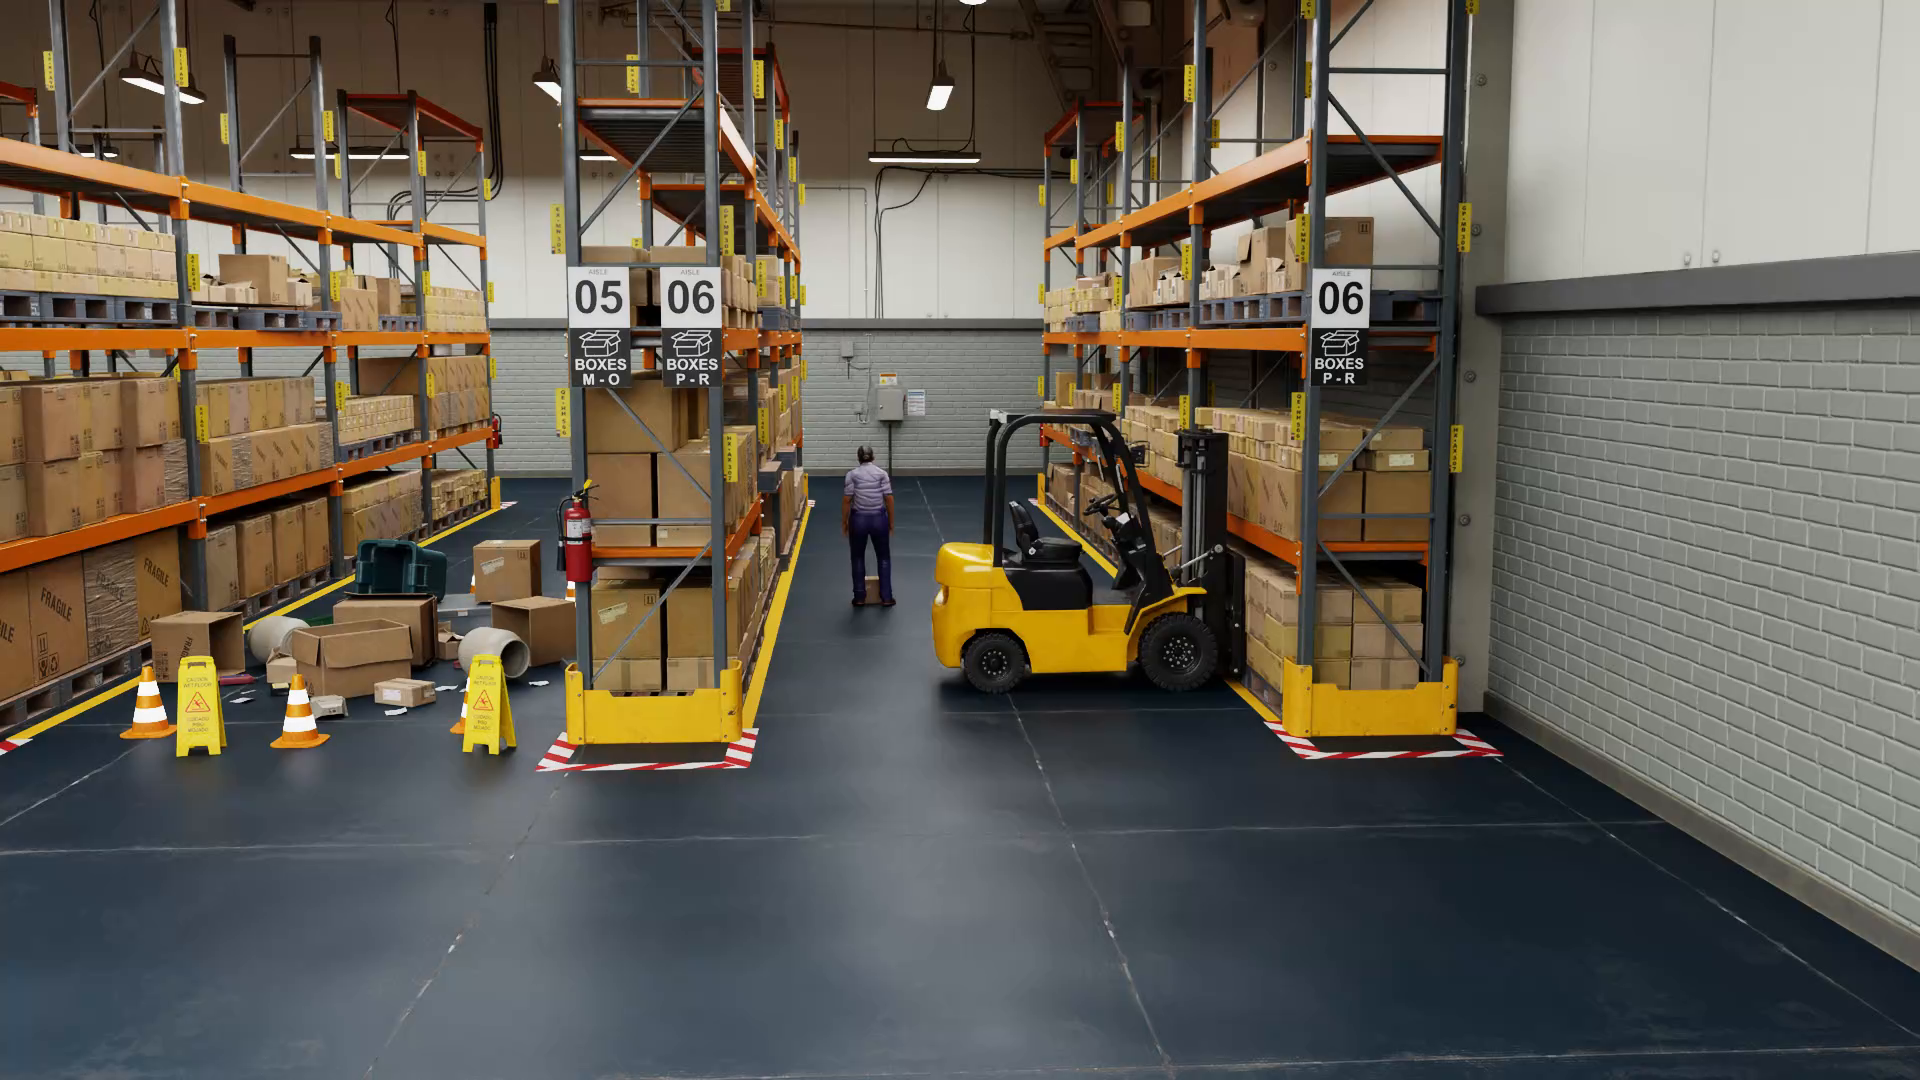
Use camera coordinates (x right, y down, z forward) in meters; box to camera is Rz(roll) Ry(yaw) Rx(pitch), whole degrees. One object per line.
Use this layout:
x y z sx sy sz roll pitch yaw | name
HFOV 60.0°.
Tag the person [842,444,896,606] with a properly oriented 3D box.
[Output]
-0.929 -0.144 17.018 0.556 1.638 0.416 -1 7 -5 | person
